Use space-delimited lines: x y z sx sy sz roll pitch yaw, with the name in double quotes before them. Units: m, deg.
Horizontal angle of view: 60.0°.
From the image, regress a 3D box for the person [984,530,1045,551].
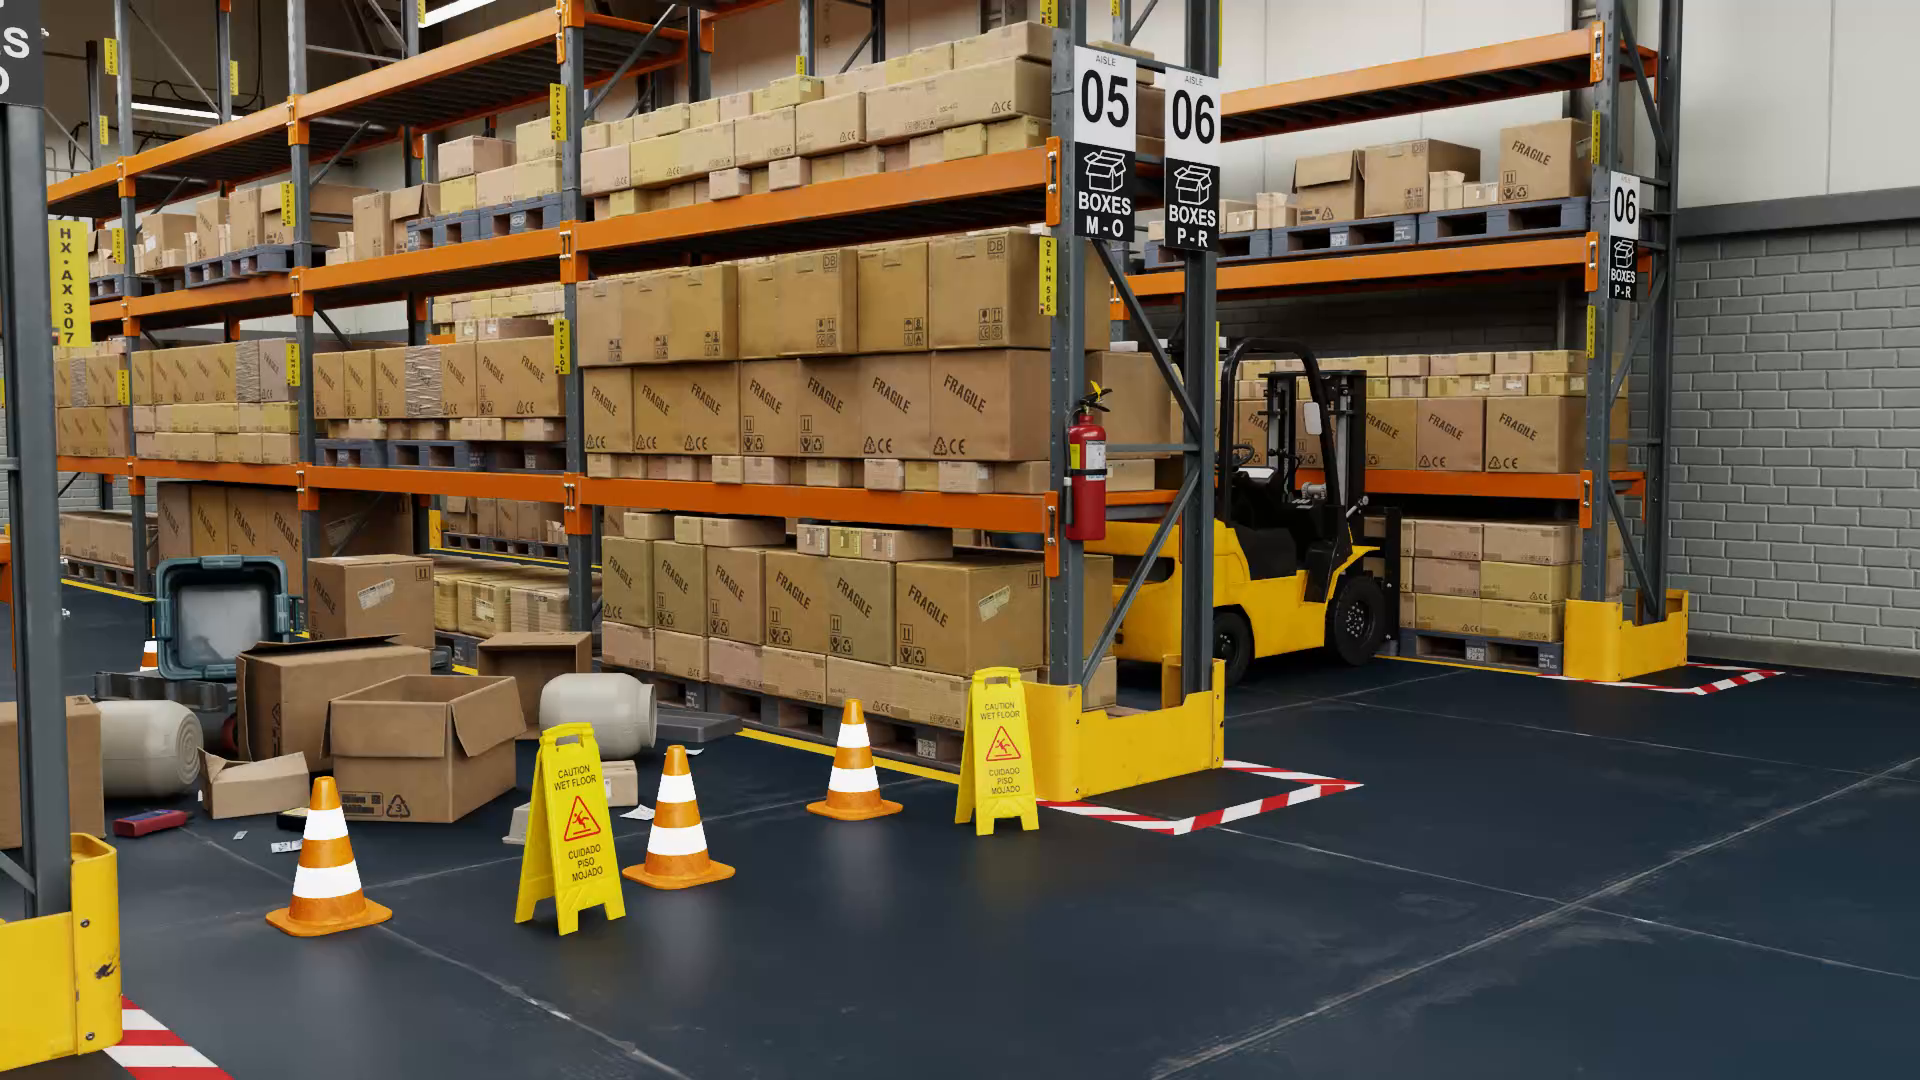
"person" 0.417 -0.090 11.973 0.635 1.760 0.457 4 5 43
